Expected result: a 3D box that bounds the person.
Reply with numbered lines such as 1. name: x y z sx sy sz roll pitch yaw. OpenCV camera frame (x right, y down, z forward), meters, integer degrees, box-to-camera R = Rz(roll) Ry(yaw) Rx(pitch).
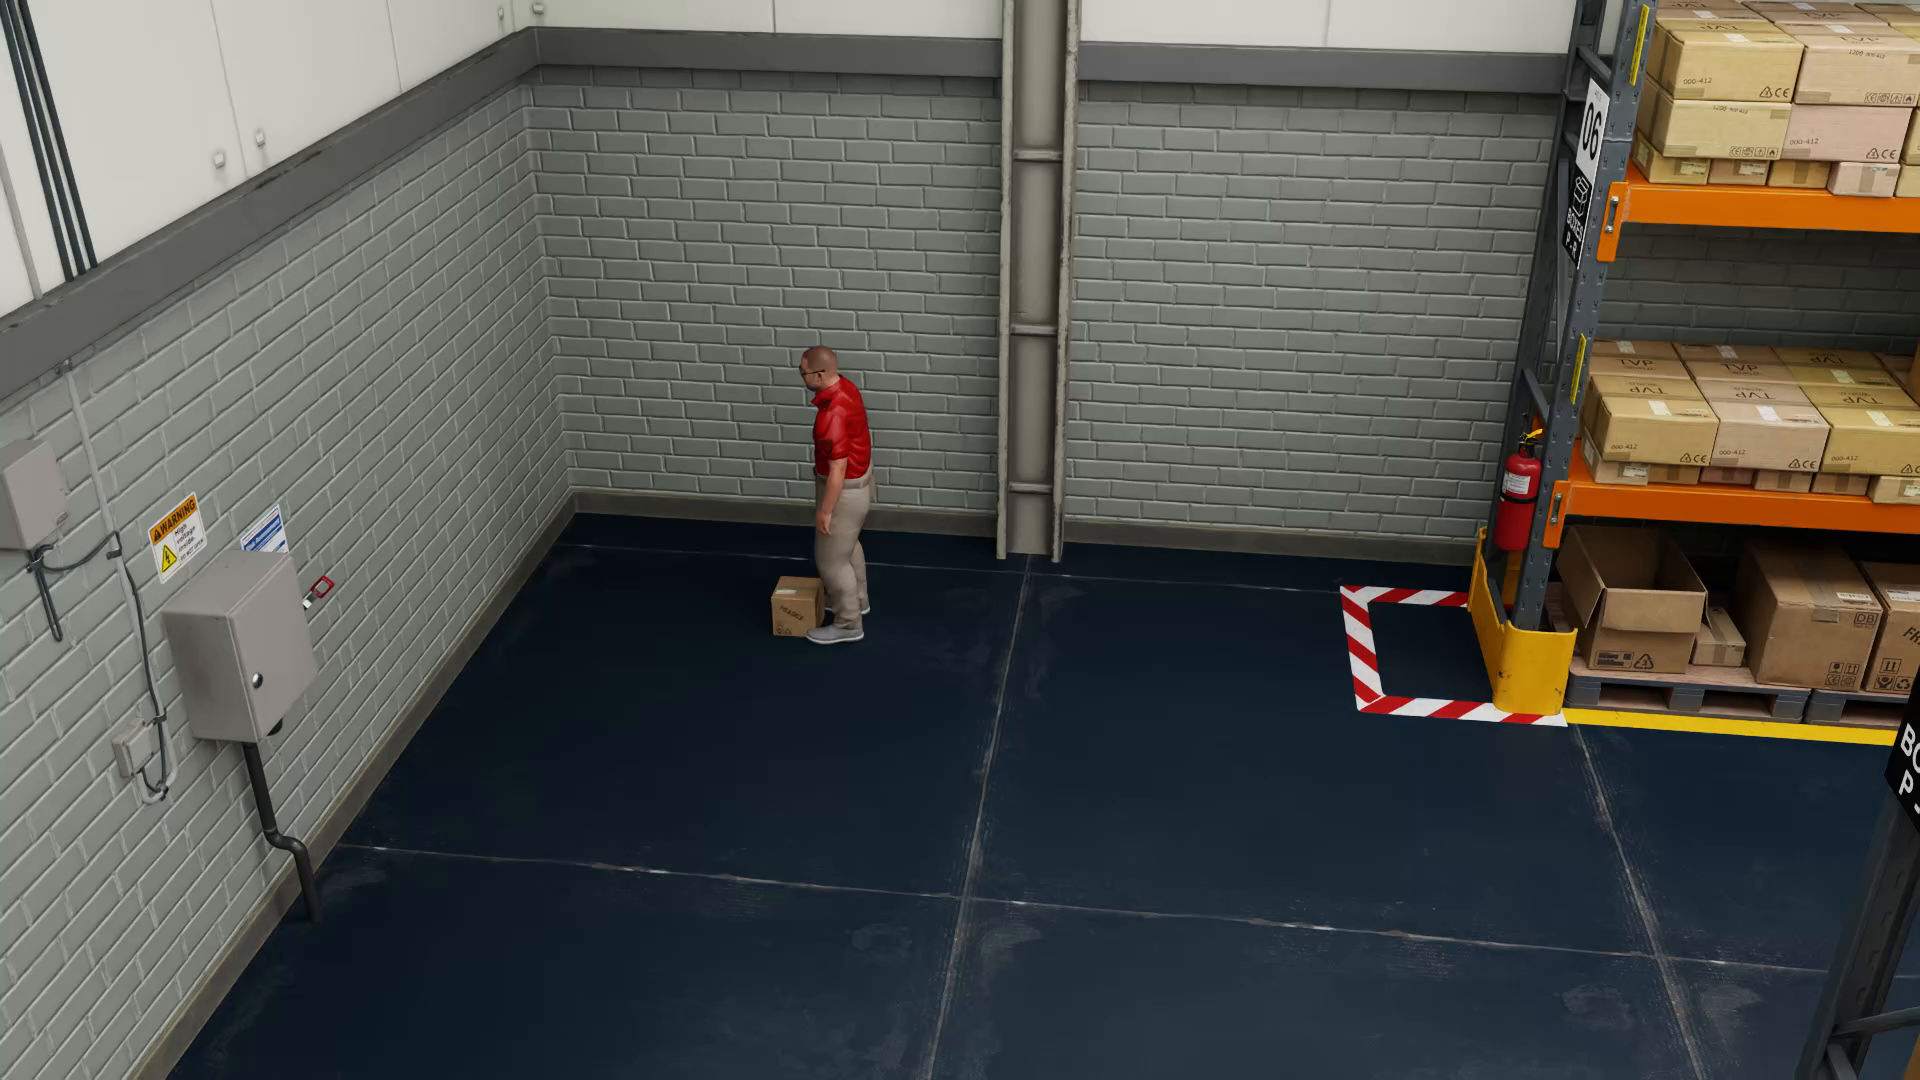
1. person: -0.671 -0.259 9.120 0.389 1.726 0.588 3 28 6
